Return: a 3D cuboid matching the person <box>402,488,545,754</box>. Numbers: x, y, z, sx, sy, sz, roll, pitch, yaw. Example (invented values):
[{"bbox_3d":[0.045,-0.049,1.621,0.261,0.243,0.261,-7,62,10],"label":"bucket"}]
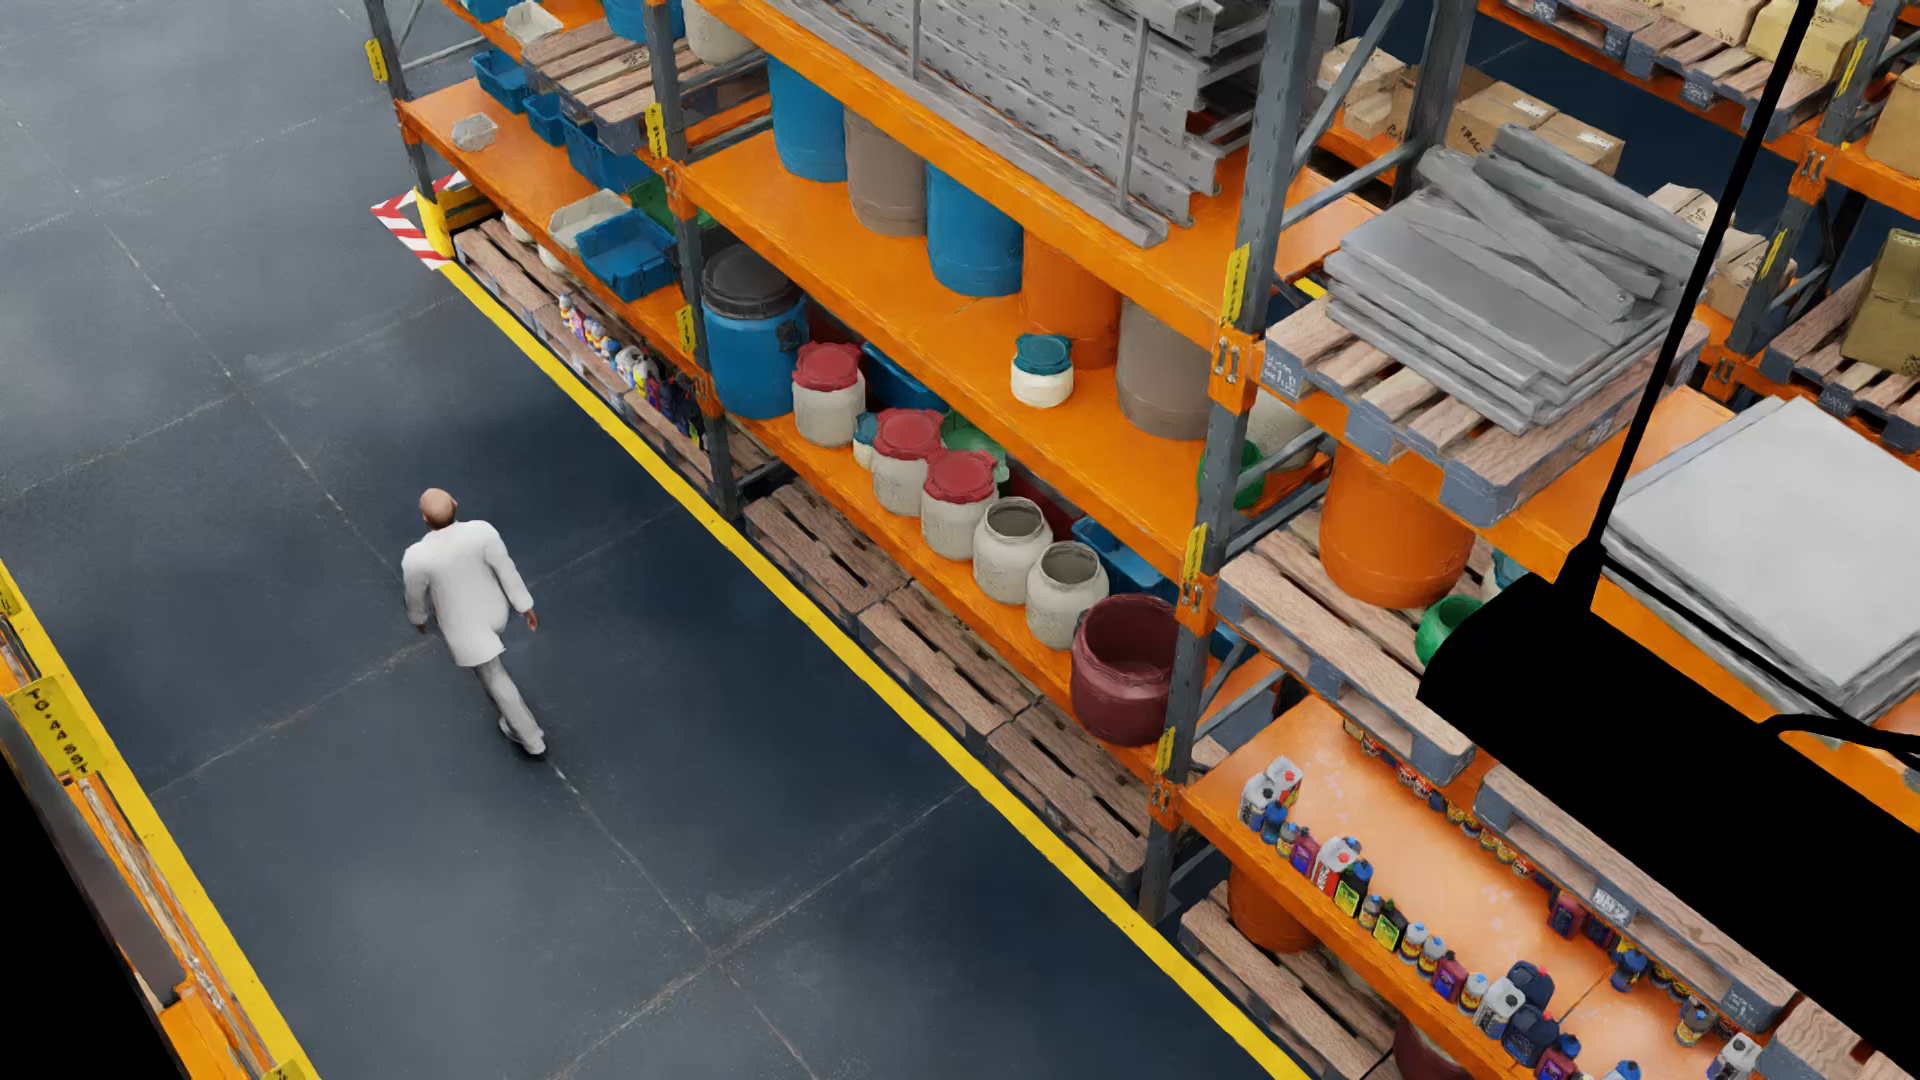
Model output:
[{"bbox_3d":[-2.794,0.378,9.430,0.600,1.725,1.111,-33,55,-27],"label":"person"}]
